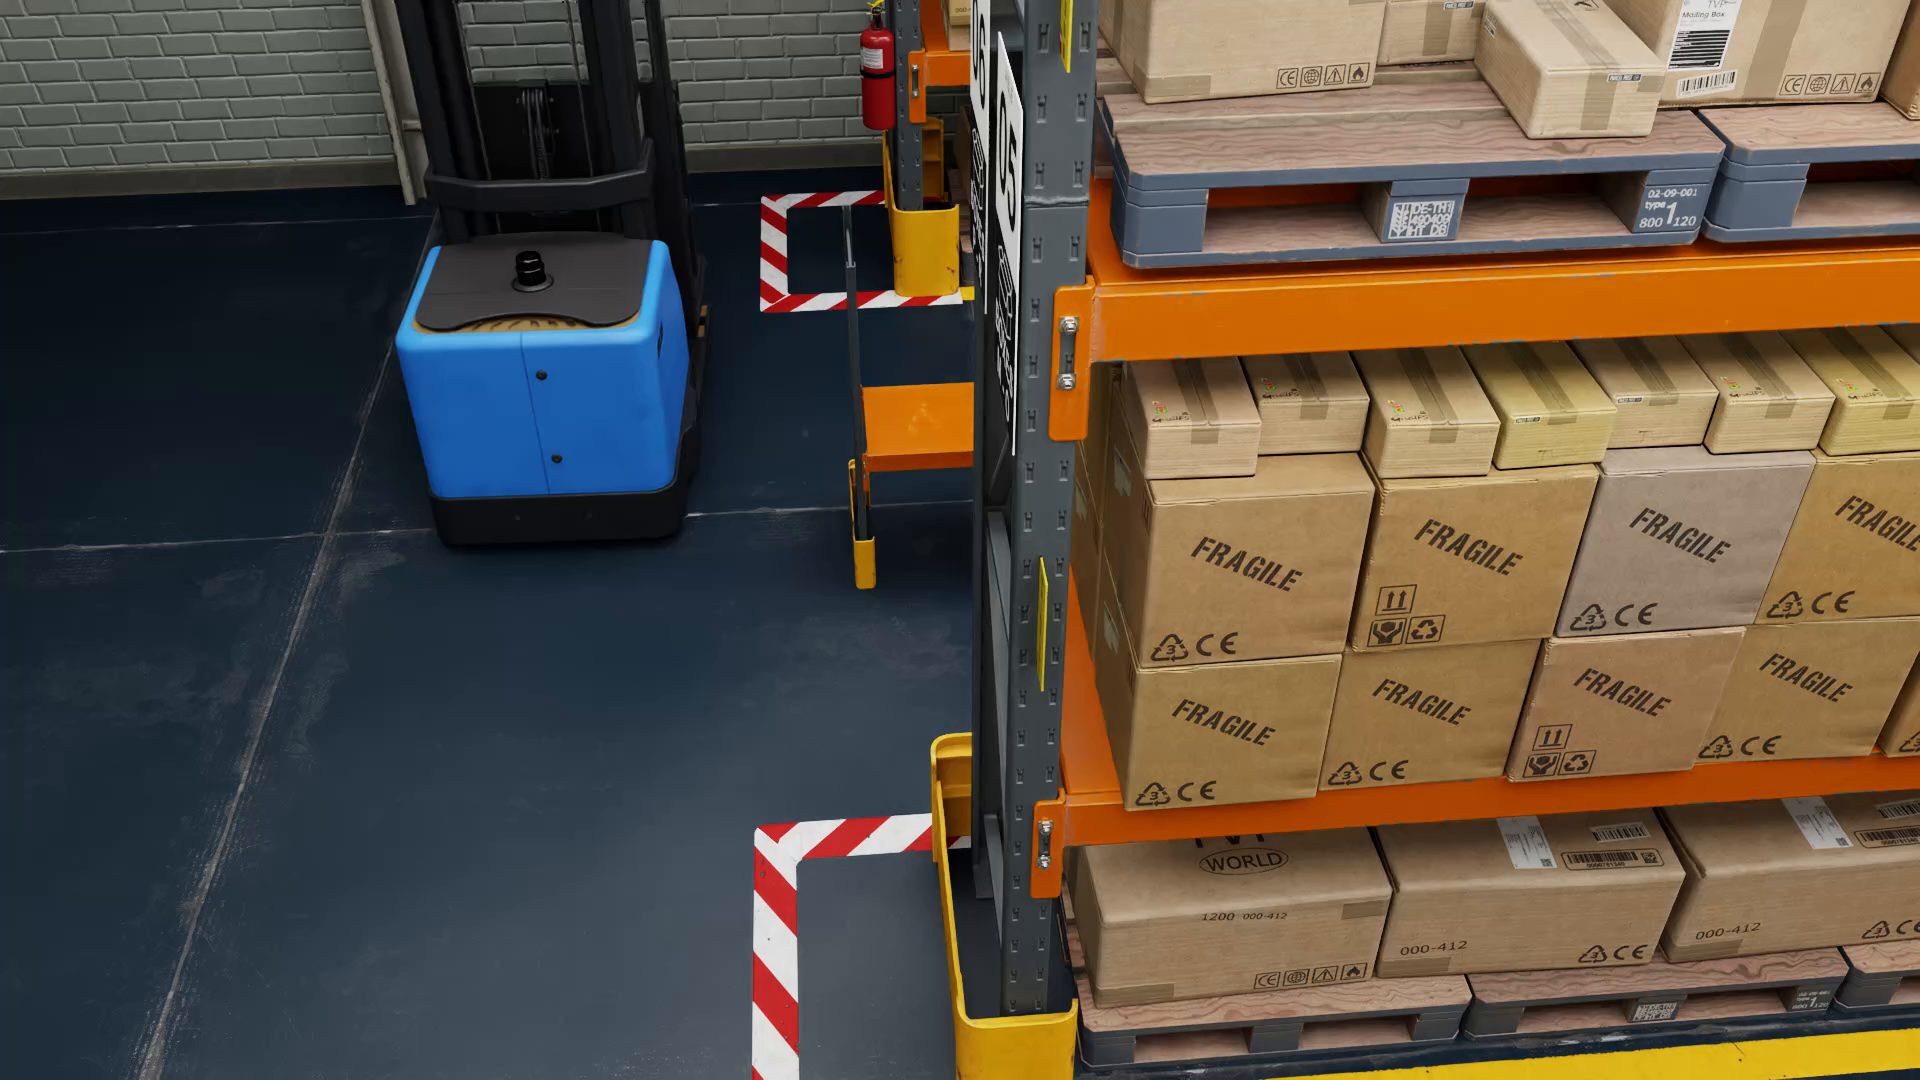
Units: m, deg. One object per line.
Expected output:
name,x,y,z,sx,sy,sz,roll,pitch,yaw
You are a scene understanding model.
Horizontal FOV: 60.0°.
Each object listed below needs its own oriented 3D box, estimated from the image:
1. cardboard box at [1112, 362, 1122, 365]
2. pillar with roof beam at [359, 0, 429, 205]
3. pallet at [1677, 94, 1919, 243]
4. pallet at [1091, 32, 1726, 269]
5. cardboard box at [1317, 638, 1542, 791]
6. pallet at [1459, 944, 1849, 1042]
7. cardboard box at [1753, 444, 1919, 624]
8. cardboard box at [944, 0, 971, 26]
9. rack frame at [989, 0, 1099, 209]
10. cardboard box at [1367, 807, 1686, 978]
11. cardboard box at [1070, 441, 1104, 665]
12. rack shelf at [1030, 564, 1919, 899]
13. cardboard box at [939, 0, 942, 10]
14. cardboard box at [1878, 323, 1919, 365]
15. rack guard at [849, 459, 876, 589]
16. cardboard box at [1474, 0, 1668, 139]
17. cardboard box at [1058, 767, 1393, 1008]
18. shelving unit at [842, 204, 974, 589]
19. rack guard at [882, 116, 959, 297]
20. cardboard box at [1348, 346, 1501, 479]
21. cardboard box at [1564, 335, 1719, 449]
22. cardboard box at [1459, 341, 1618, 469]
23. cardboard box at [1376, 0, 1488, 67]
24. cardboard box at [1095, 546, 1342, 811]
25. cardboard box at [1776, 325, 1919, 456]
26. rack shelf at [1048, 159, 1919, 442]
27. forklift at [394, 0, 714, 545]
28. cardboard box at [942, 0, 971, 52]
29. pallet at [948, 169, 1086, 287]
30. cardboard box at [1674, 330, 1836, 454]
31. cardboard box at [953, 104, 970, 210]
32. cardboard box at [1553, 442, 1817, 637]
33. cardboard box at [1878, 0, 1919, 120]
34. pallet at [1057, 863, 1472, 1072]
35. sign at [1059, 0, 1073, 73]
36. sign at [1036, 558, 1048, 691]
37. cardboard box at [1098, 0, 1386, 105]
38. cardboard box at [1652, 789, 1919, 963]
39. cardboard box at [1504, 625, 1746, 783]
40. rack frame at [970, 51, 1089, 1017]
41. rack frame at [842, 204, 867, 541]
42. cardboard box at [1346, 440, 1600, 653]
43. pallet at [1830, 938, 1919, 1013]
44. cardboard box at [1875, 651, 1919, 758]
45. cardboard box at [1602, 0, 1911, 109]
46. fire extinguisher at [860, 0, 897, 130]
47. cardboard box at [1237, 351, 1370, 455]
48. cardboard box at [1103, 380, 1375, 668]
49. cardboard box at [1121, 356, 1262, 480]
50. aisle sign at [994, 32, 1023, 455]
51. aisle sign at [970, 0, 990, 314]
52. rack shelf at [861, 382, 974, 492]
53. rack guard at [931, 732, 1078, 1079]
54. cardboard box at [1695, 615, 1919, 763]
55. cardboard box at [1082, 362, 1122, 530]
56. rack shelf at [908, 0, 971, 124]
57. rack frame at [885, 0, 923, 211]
cardboard box,0.484,-0.605,4.184,0.250,0.149,0.380,-3,38,-3
pillar with roof beam,-2.683,-2.945,3.718,0.400,9.000,9.100,-3,38,-4
pallet,2.100,-1.035,3.790,1.213,0.211,1.003,-3,38,-4
pallet,0.882,-0.966,3.702,1.213,0.211,1.003,-3,38,-4
cardboard box,1.149,0.291,4.379,0.500,0.500,0.500,-4,38,-5
pallet,2.146,1.162,5.607,1.213,0.211,1.003,-3,38,-4
cardboard box,2.171,-0.152,4.133,0.500,0.500,0.500,-3,38,-4
cardboard box,0.177,-2.755,8.201,0.500,0.250,0.500,-3,38,-4
rack frame,0.144,-2.131,2.686,0.127,3.000,1.000,-3,38,-4
cardboard box,1.704,0.912,5.402,0.875,0.438,0.875,-2,38,-3
cardboard box,0.601,-0.005,4.754,0.500,0.500,0.500,-3,38,-4
rack shelf,2.137,0.397,4.906,4.000,0.370,1.077,-3,38,-4
cardboard box,0.007,-2.923,8.736,0.250,0.149,0.380,-4,38,-4
cardboard box,2.328,-0.414,3.942,0.250,0.149,0.380,-3,38,-4
rack guard,-0.420,-0.075,7.143,0.087,0.250,0.587,-3,38,-4
cardboard box,1.249,-0.977,3.428,0.250,0.149,0.380,-2,38,-2
cardboard box,0.793,0.967,5.332,0.875,0.438,0.875,-4,38,-6
shelving unit,0.076,-0.593,6.791,1.083,1.500,0.587,-3,38,-4
rack guard,-0.223,-1.861,9.205,0.348,0.500,1.175,-3,38,-4
cardboard box,1.046,-0.313,3.813,0.250,0.149,0.380,-2,38,-3
cardboard box,1.564,-0.385,3.905,0.250,0.149,0.380,-3,38,-4
cardboard box,1.307,-0.338,3.845,0.250,0.149,0.380,-4,38,-5
cardboard box,0.995,-1.211,3.725,0.250,0.149,0.380,-6,39,-7
cardboard box,0.648,0.336,4.322,0.500,0.500,0.500,-3,38,-4
cardboard box,2.071,-0.370,3.886,0.250,0.149,0.380,-4,38,-5
rack shelf,2.137,-0.781,3.977,4.000,0.370,1.077,-3,38,-4
forklift,-1.812,-2.025,7.450,1.130,2.935,3.031,-2,38,-3
cardboard box,0.053,-2.588,8.311,0.250,0.149,0.380,-3,38,-4
pallet,0.571,-1.792,9.351,1.213,0.211,1.003,-3,38,-4
cardboard box,1.816,-0.373,3.889,0.250,0.149,0.380,-3,38,-4
cardboard box,0.319,-1.998,9.037,0.637,0.503,0.797,-5,39,-6
cardboard box,1.674,-0.124,4.097,0.500,0.500,0.500,-3,38,-4
cardboard box,2.166,-1.215,3.446,0.500,0.500,0.500,-3,38,-3
pallet,0.934,1.227,5.525,1.213,0.211,1.003,-3,38,-4
sign,0.188,-0.985,2.885,0.005,0.325,0.100,-3,38,-4
sign,0.188,0.196,3.817,0.005,0.325,0.100,-3,38,-4
cardboard box,0.585,-1.179,3.602,0.500,0.250,0.500,-6,39,-8
cardboard box,2.602,0.864,5.463,0.875,0.438,0.875,-4,38,-5
cardboard box,1.658,0.274,4.400,0.500,0.500,0.500,-3,38,-4
rack frame,0.144,0.224,4.544,0.127,3.000,1.000,-3,38,-4
rack frame,-0.421,-0.566,6.756,0.032,1.500,0.500,-3,38,-4
cardboard box,1.162,-0.091,4.056,0.500,0.500,0.500,-4,38,-5
pallet,3.364,1.093,5.694,1.213,0.211,1.003,-3,38,-4
cardboard box,2.678,0.217,4.473,0.500,0.500,0.500,-4,38,-5
cardboard box,1.640,-1.174,3.547,0.500,0.311,0.500,-2,38,-3
fire extinguisher,-0.405,-2.368,8.193,0.183,0.674,0.296,-3,38,-4
cardboard box,0.777,-0.369,3.885,0.250,0.149,0.380,-2,38,-3
cardboard box,0.648,-0.058,4.014,0.500,0.500,0.500,-4,38,-5
cardboard box,0.523,-0.311,3.811,0.250,0.149,0.380,-2,38,-3
aisle sign,0.098,-0.613,3.507,0.004,0.787,0.394,-3,38,-4
aisle sign,0.045,-0.984,3.976,0.004,0.787,0.394,-3,38,-4
rack shelf,0.085,-0.452,6.903,1.000,0.185,0.538,-3,38,-4
rack guard,0.120,1.207,5.317,0.348,0.500,1.175,-3,38,-4
cardboard box,2.155,0.236,4.448,0.500,0.500,0.500,-2,38,-2
cardboard box,0.604,-0.381,4.423,0.500,0.500,0.500,-2,38,-2
rack shelf,1.693,-2.665,8.787,4.000,0.370,1.077,-3,38,-4
rack frame,-0.299,-2.838,8.425,0.127,3.000,1.000,-3,38,-4
